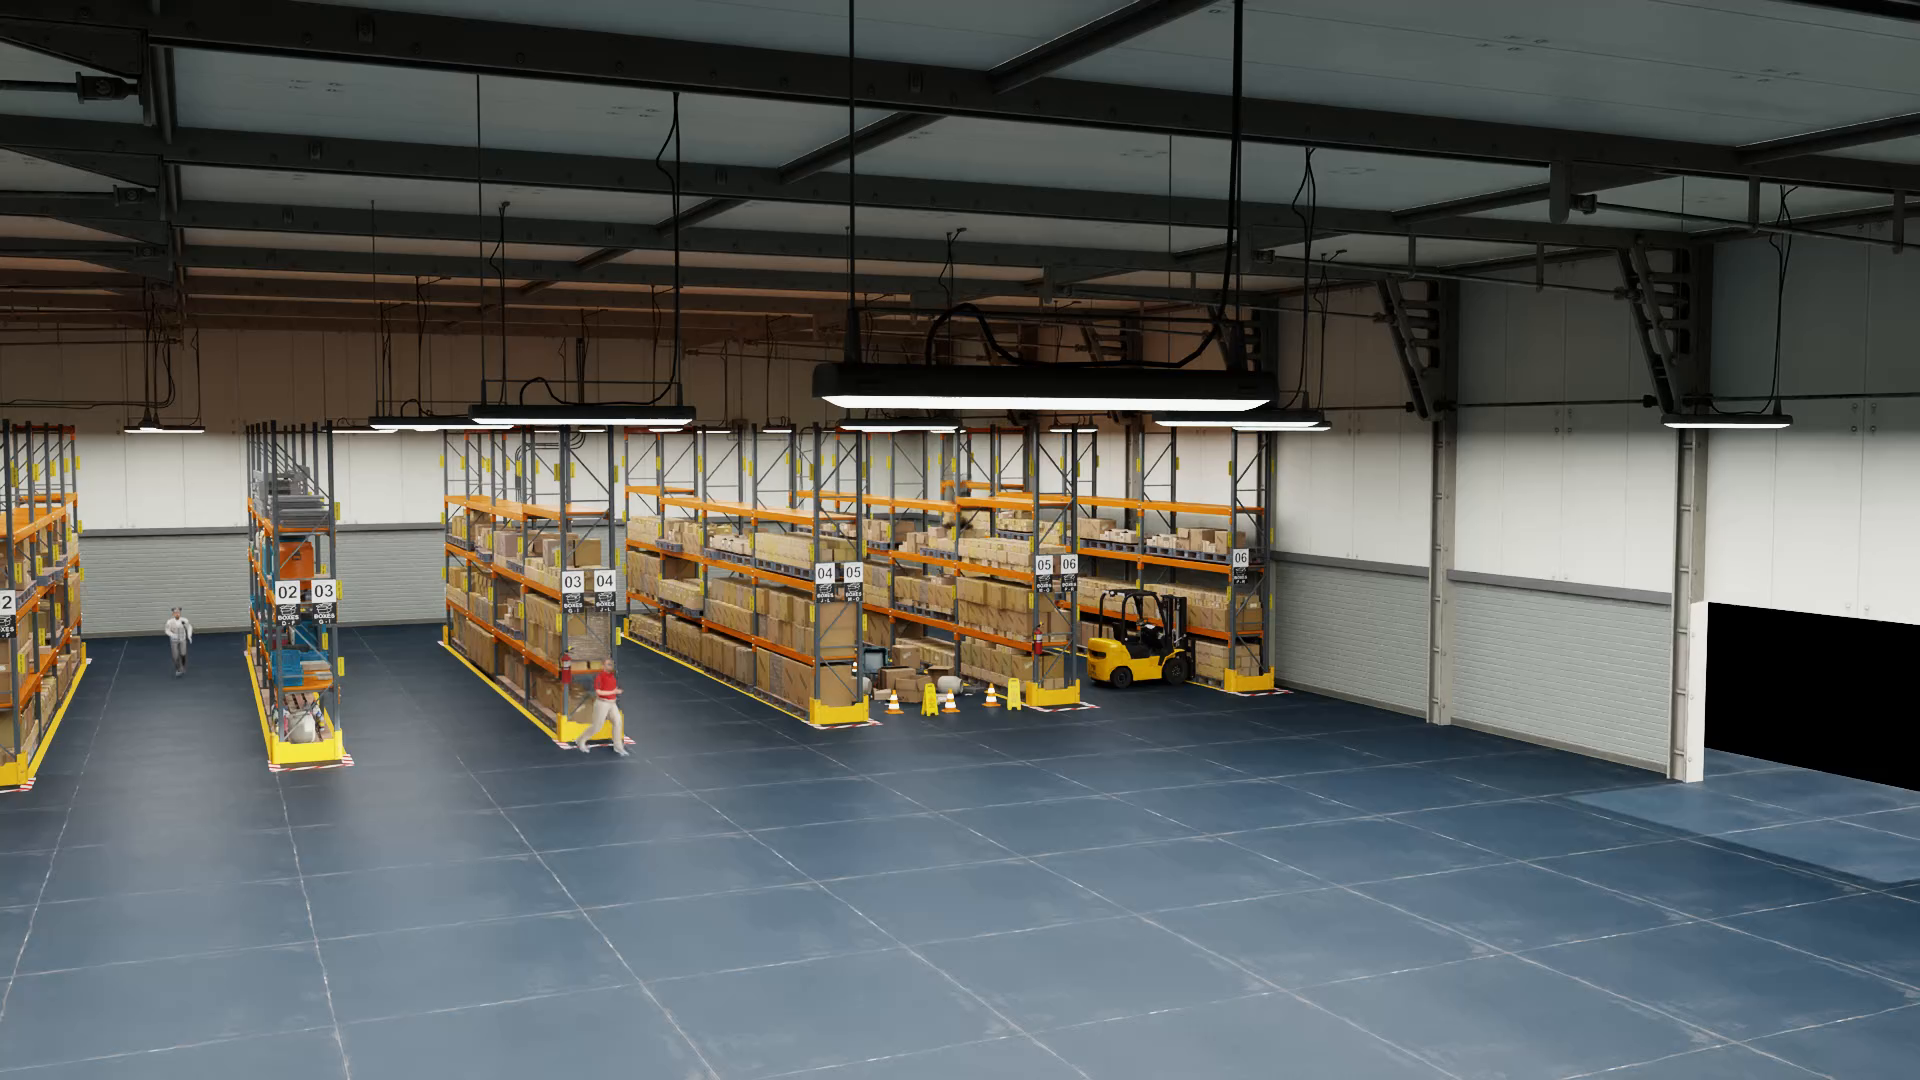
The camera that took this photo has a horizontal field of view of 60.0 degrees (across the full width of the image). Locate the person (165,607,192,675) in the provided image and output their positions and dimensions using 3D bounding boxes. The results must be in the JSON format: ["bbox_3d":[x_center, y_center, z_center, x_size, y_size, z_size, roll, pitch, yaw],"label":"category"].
[{"bbox_3d":[-18.613,2.412,39.635,0.585,1.644,0.690,-2,4,-27],"label":"person"}]

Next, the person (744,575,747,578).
[{"bbox_3d":[-6.273,1.813,50.682,0.915,1.555,0.571,-2,4,-26],"label":"person"}]

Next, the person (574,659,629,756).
[{"bbox_3d":[-6.405,3.035,29.820,0.968,1.700,0.671,1,4,19],"label":"person"}]
